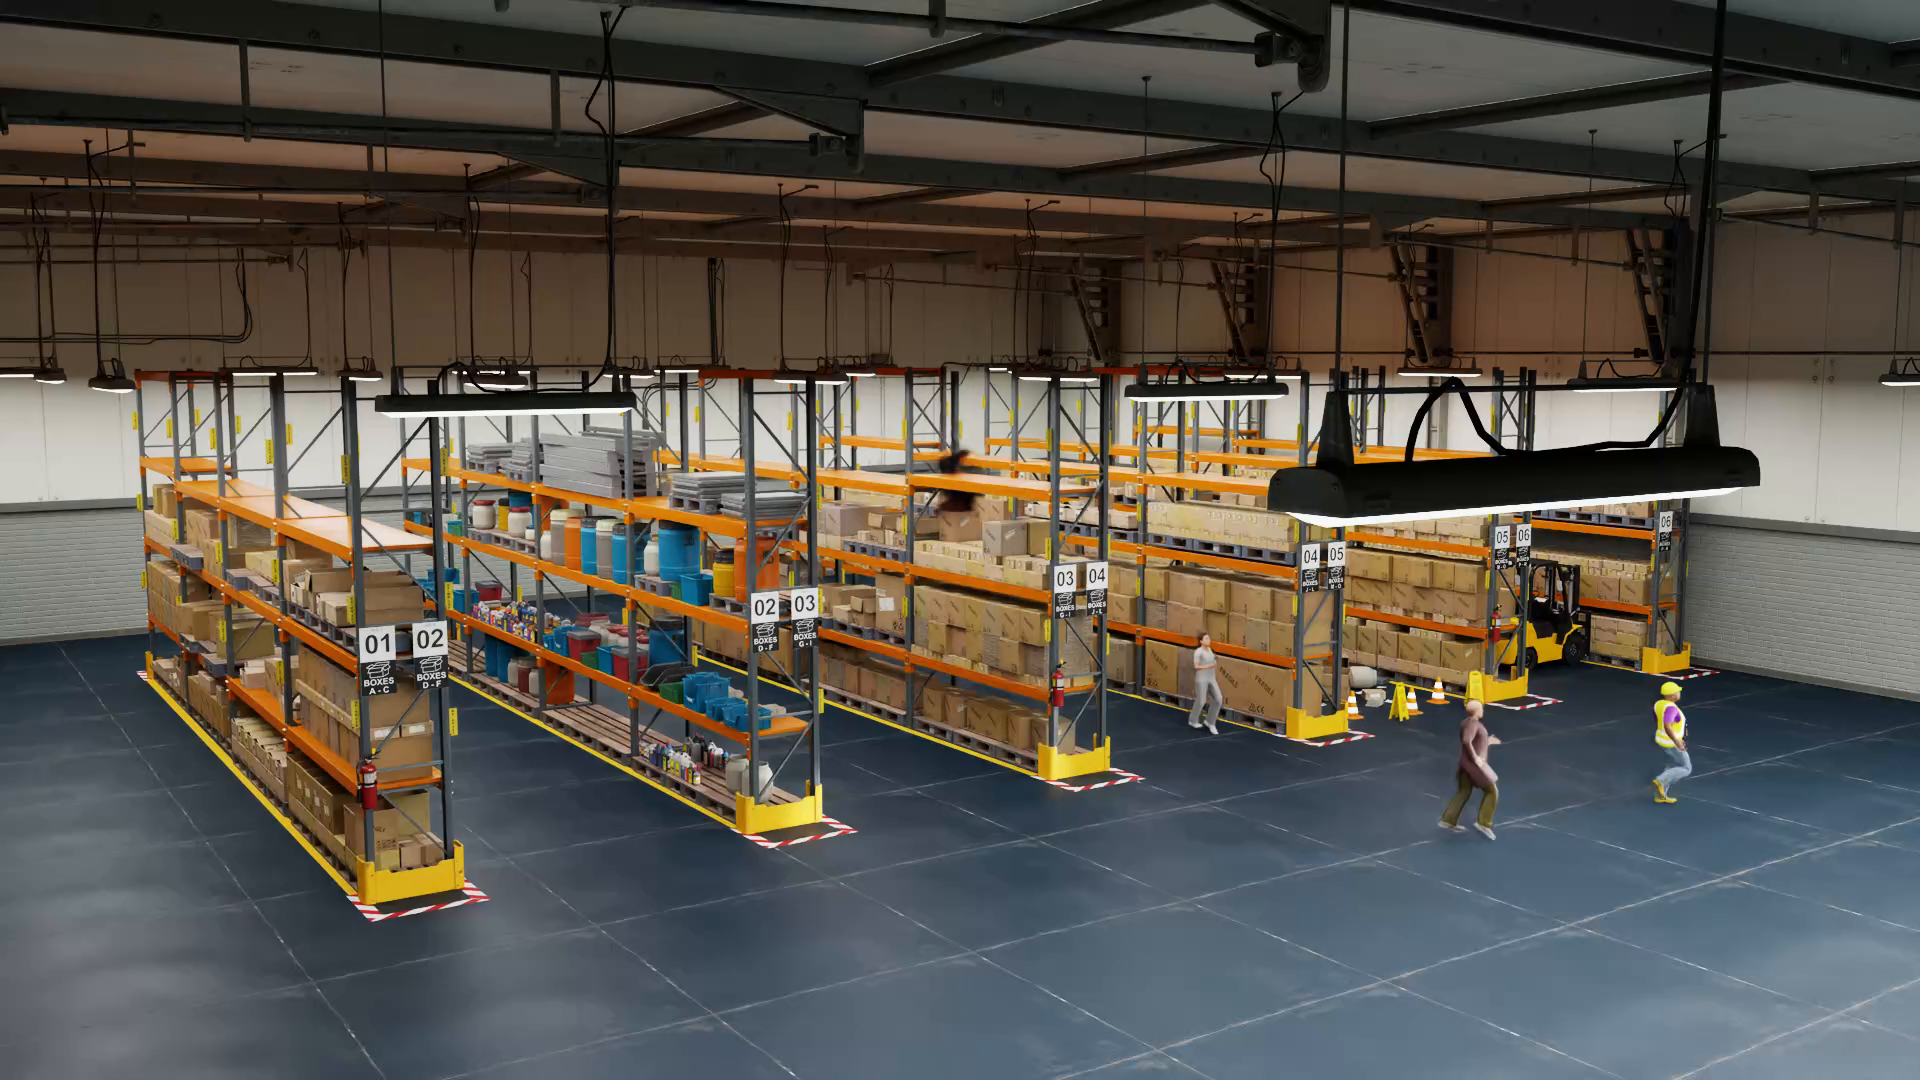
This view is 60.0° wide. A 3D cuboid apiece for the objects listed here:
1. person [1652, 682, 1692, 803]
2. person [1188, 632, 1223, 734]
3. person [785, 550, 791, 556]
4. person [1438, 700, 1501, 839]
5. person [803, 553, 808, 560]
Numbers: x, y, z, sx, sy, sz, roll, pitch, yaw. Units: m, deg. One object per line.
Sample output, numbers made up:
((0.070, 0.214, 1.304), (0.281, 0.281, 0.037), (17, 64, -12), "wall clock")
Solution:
((9.989, 2.844, 23.331), (0.579, 1.718, 0.707), (0, 6, 0), "person")
((4.090, 2.381, 27.727), (0.529, 1.698, 0.691), (-5, 8, -35), "person")
((-4.080, 1.084, 39.211), (0.576, 1.649, 0.796), (-2, 7, -15), "person")
((6.690, 3.010, 21.726), (0.857, 1.850, 0.684), (-1, 7, -9), "person")
((-3.876, 0.872, 41.833), (0.589, 1.529, 0.664), (-2, 7, -18), "person")
